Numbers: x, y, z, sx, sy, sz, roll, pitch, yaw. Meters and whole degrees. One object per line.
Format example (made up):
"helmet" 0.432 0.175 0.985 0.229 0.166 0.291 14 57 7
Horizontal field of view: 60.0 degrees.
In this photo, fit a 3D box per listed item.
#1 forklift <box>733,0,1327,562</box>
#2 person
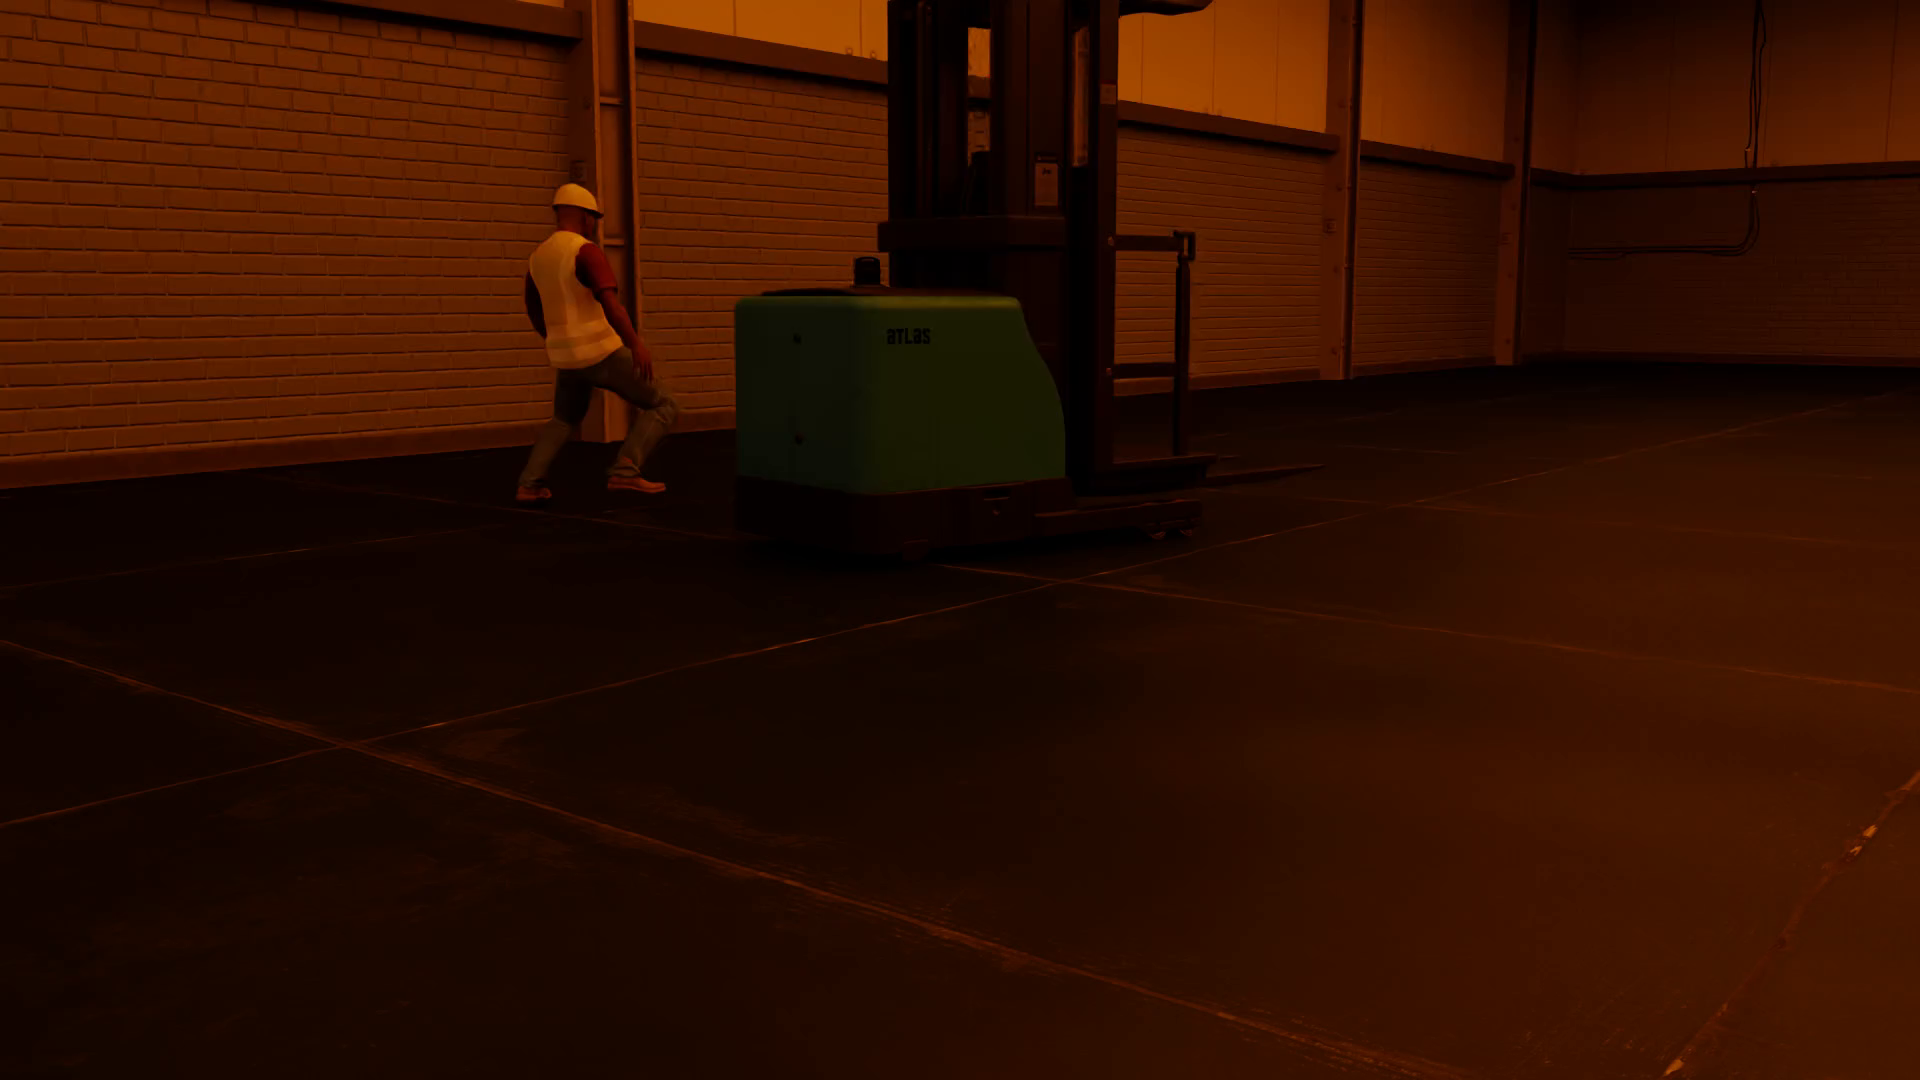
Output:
"forklift" 0.482 -1.510 7.601 3.031 2.935 1.130 -7 11 -38
"person" -1.883 -0.993 8.447 1.002 1.605 0.636 8 11 43
